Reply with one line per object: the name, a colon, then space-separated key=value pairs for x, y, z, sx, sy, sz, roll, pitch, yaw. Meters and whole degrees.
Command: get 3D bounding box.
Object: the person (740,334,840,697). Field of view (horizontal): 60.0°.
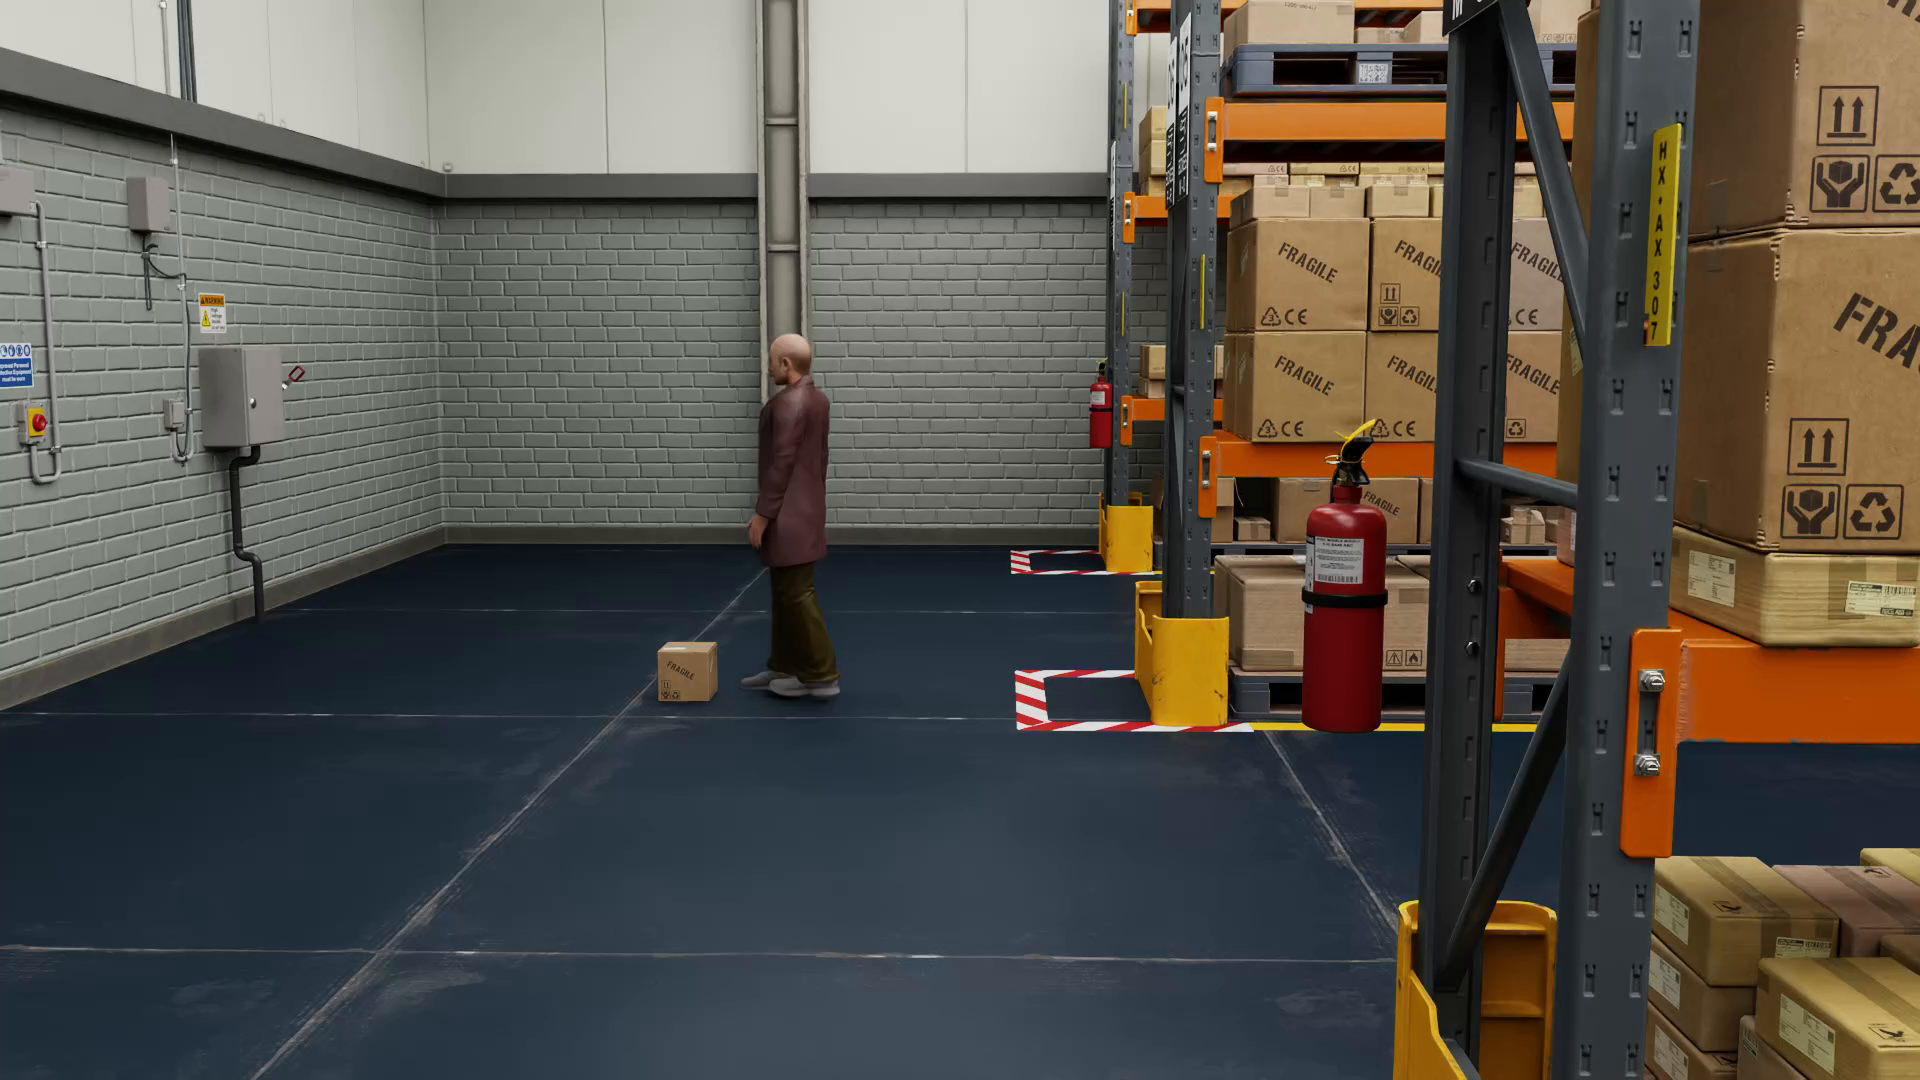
person: x=-0.861 y=-0.108 z=8.180 sx=0.593 sy=1.801 sz=0.598 roll=1 pitch=7 yaw=12
